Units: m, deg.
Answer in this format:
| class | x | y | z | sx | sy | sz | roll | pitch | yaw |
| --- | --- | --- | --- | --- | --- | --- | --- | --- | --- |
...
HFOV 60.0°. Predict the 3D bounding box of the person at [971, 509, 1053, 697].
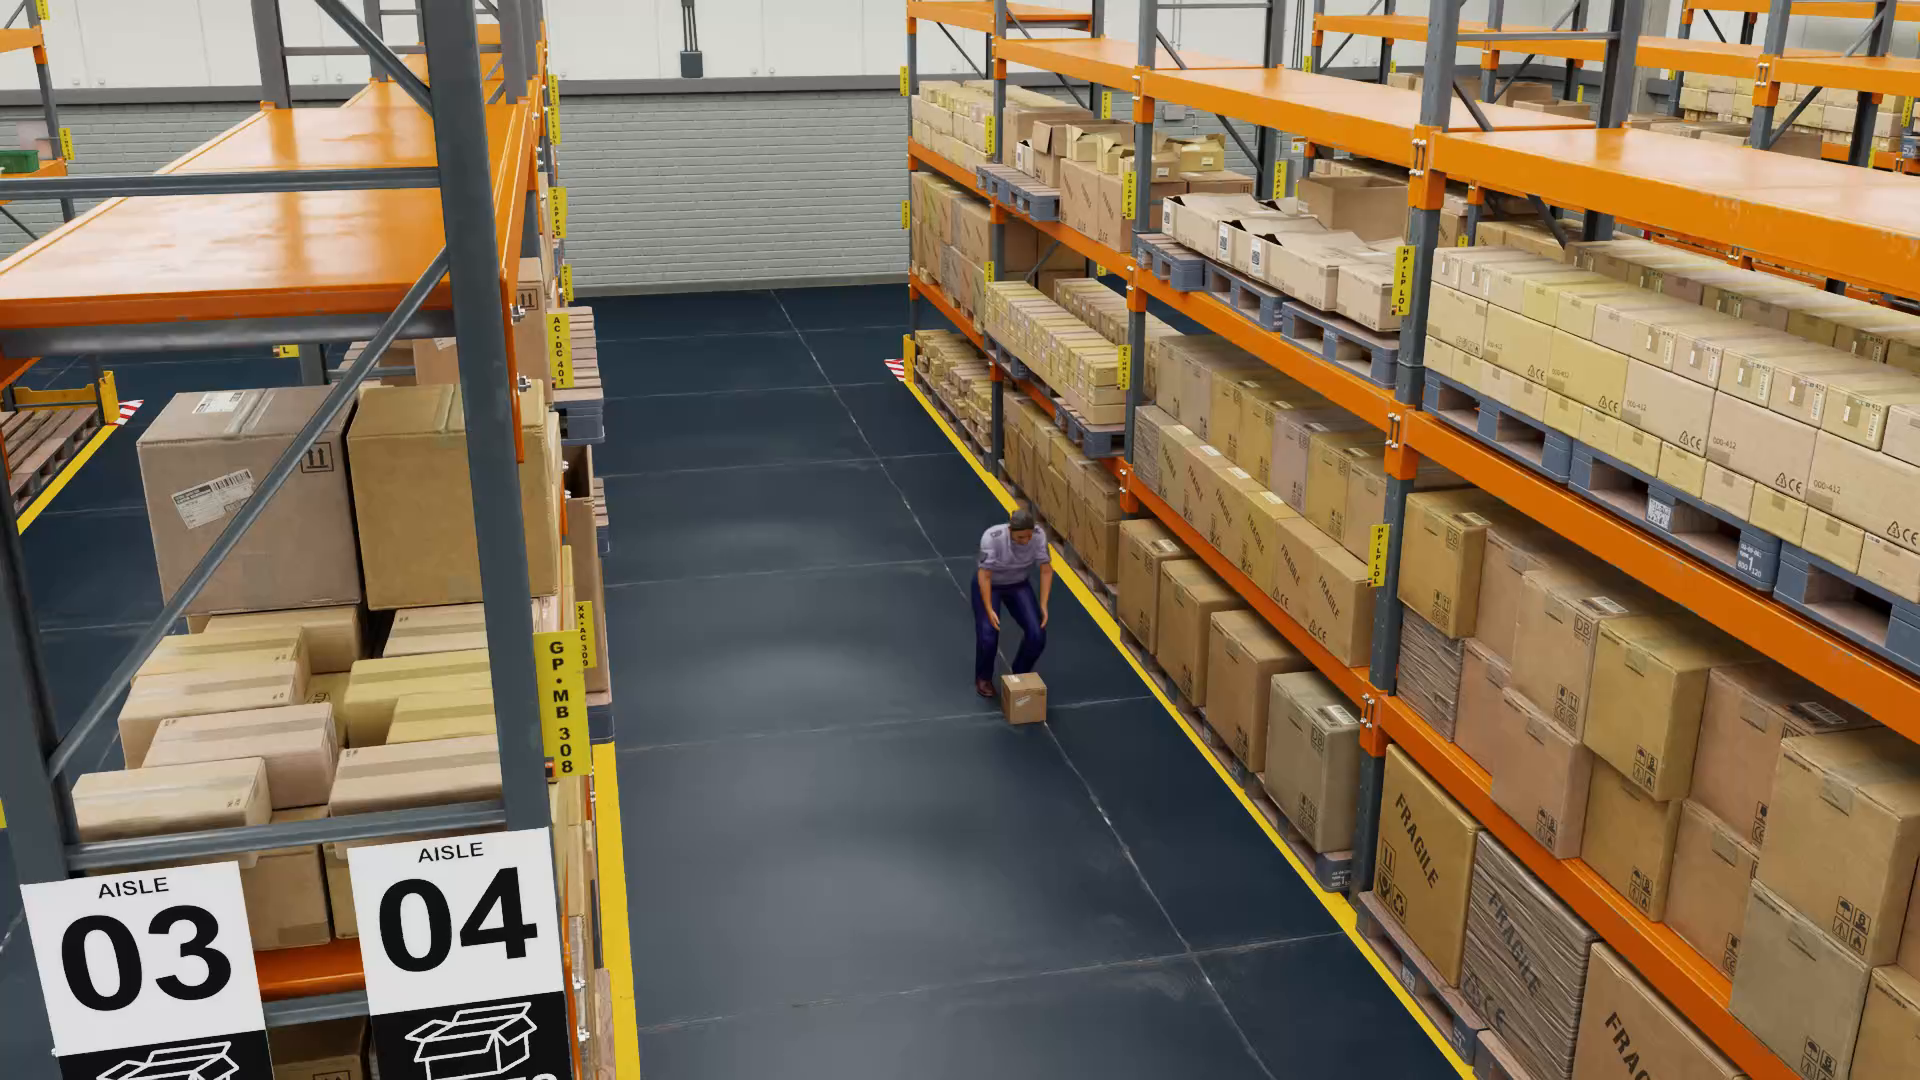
| class | x | y | z | sx | sy | sz | roll | pitch | yaw |
| --- | --- | --- | --- | --- | --- | --- | --- | --- | --- |
| person | 0.351 | 0.386 | 11.408 | 0.526 | 1.395 | 0.636 | -5 | 20 | -13 |
